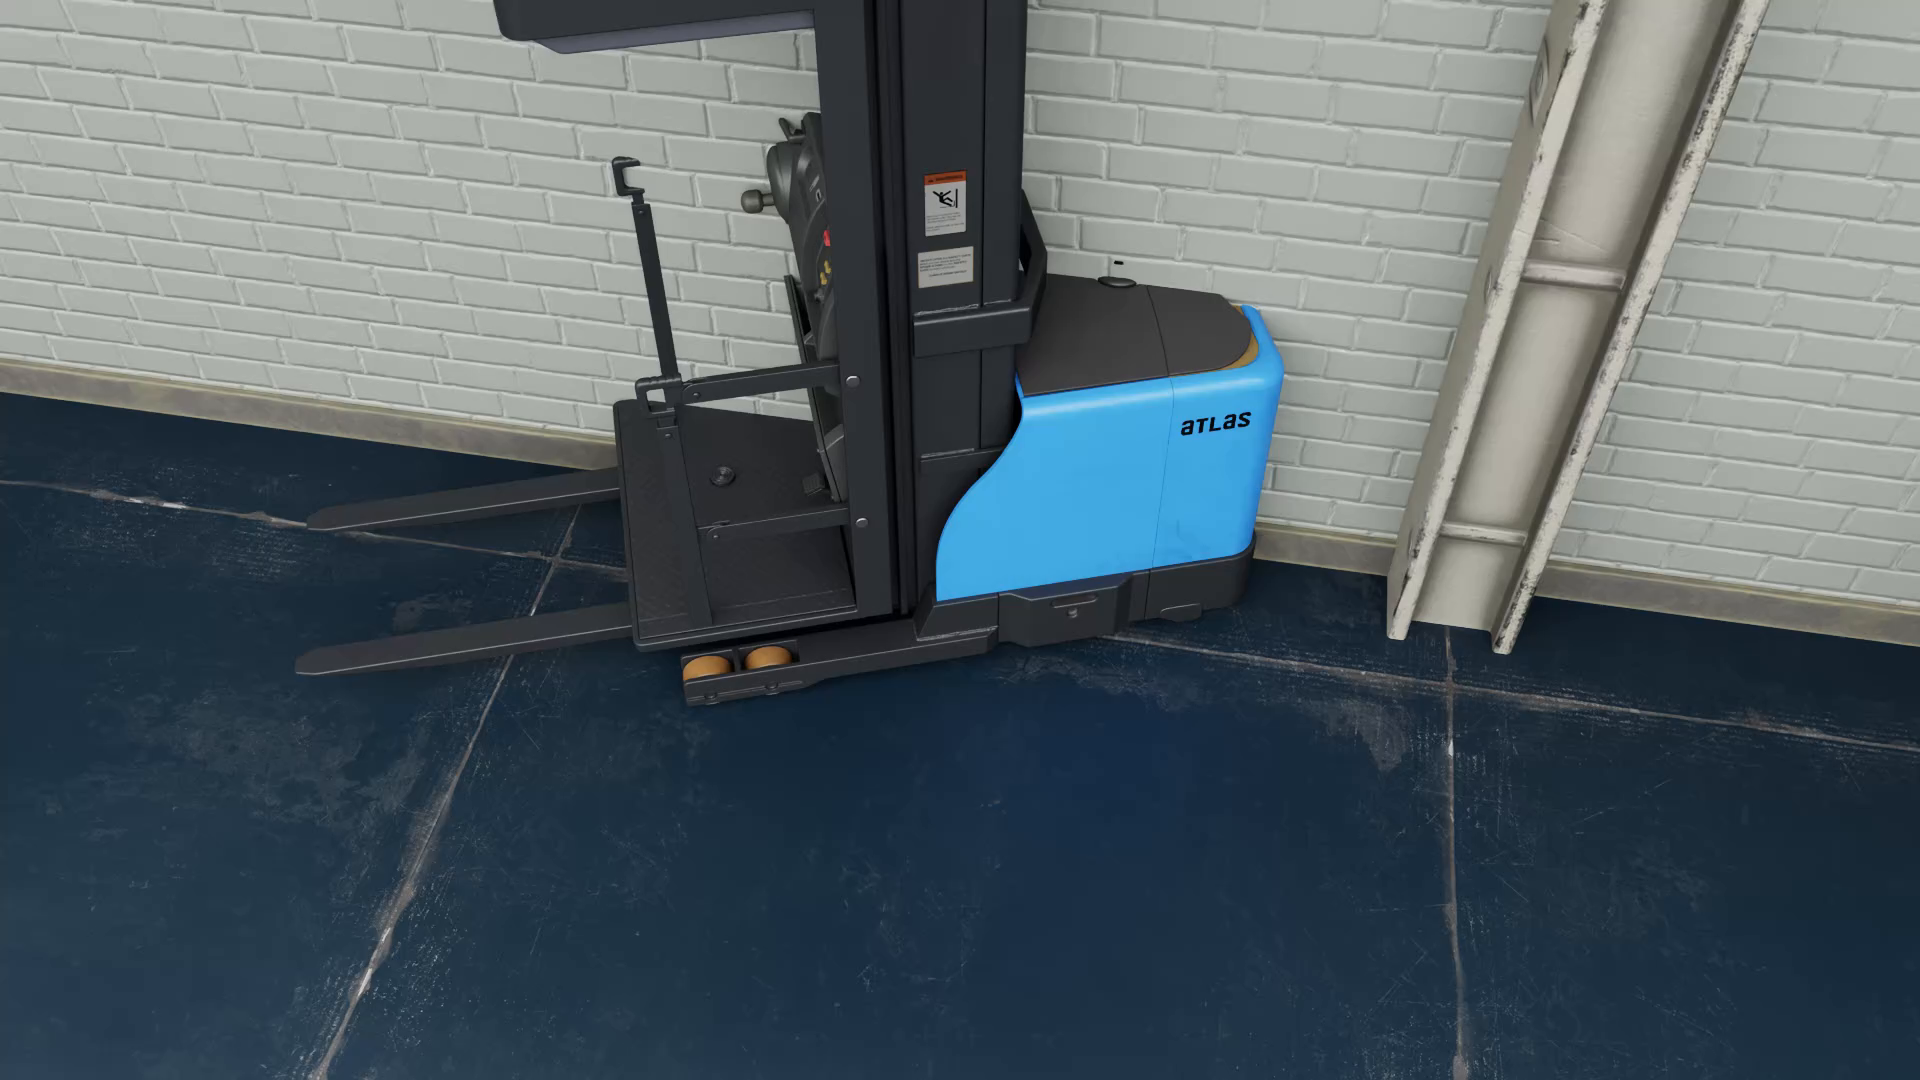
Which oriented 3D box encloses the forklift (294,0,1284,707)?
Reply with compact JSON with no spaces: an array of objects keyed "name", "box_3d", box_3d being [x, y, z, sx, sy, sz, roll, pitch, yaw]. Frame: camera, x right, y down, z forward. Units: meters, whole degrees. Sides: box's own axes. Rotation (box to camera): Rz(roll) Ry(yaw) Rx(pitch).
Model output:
[{"name":"forklift","box_3d":[-0.616,-0.888,4.577,3.031,2.935,1.130,-9,49,-8]}]
